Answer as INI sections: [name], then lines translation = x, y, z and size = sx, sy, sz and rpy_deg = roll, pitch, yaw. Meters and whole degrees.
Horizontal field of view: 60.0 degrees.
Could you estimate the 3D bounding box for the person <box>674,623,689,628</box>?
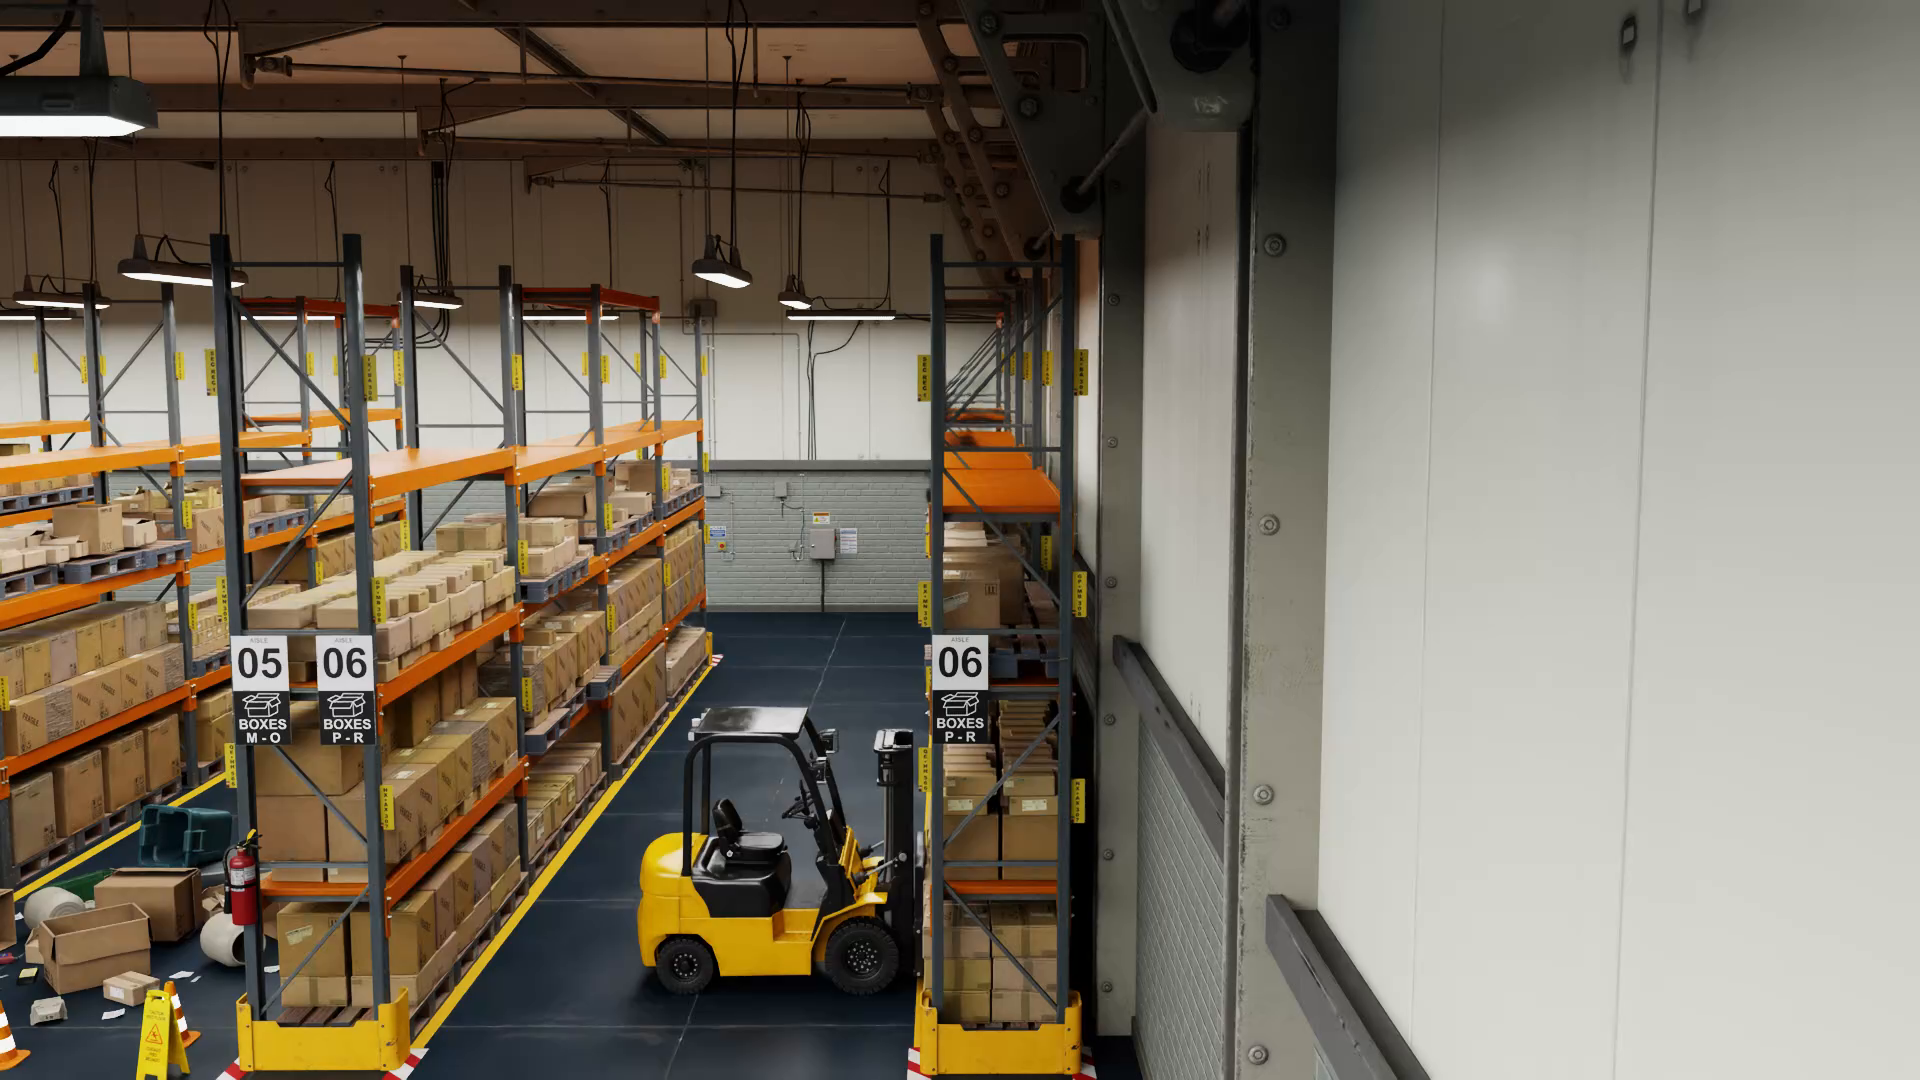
[person]
translation = -5.023, 1.141, 29.250
size = 0.637, 1.609, 0.623
rpy_deg = 1, 6, 5
